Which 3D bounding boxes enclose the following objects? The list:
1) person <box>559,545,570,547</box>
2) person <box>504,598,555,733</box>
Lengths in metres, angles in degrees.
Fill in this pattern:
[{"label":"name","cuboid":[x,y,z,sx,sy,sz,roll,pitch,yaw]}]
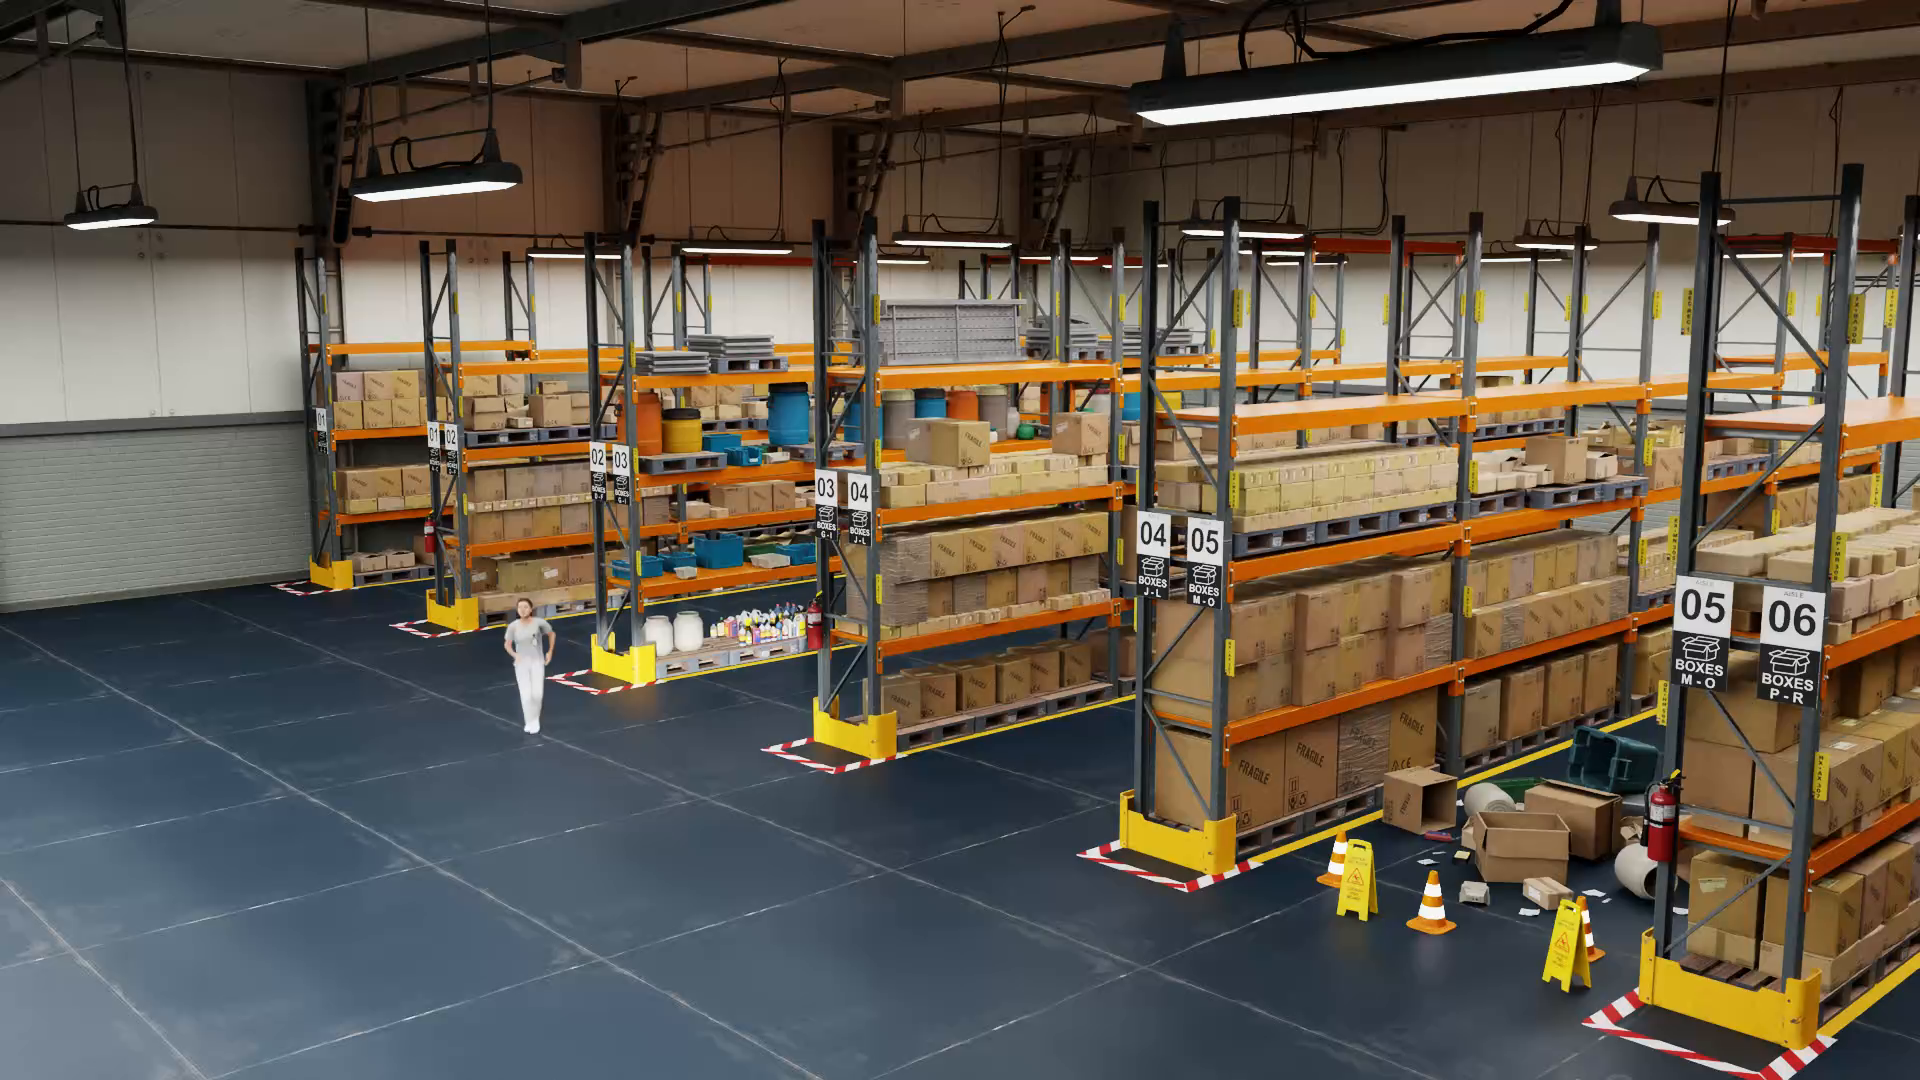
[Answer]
[{"label":"person","cuboid":[-7.074,-0.086,29.839,0.640,1.796,0.890,8,11,42]},{"label":"person","cuboid":[-5.077,1.486,19.627,0.575,1.627,0.599,-1,8,-9]}]
